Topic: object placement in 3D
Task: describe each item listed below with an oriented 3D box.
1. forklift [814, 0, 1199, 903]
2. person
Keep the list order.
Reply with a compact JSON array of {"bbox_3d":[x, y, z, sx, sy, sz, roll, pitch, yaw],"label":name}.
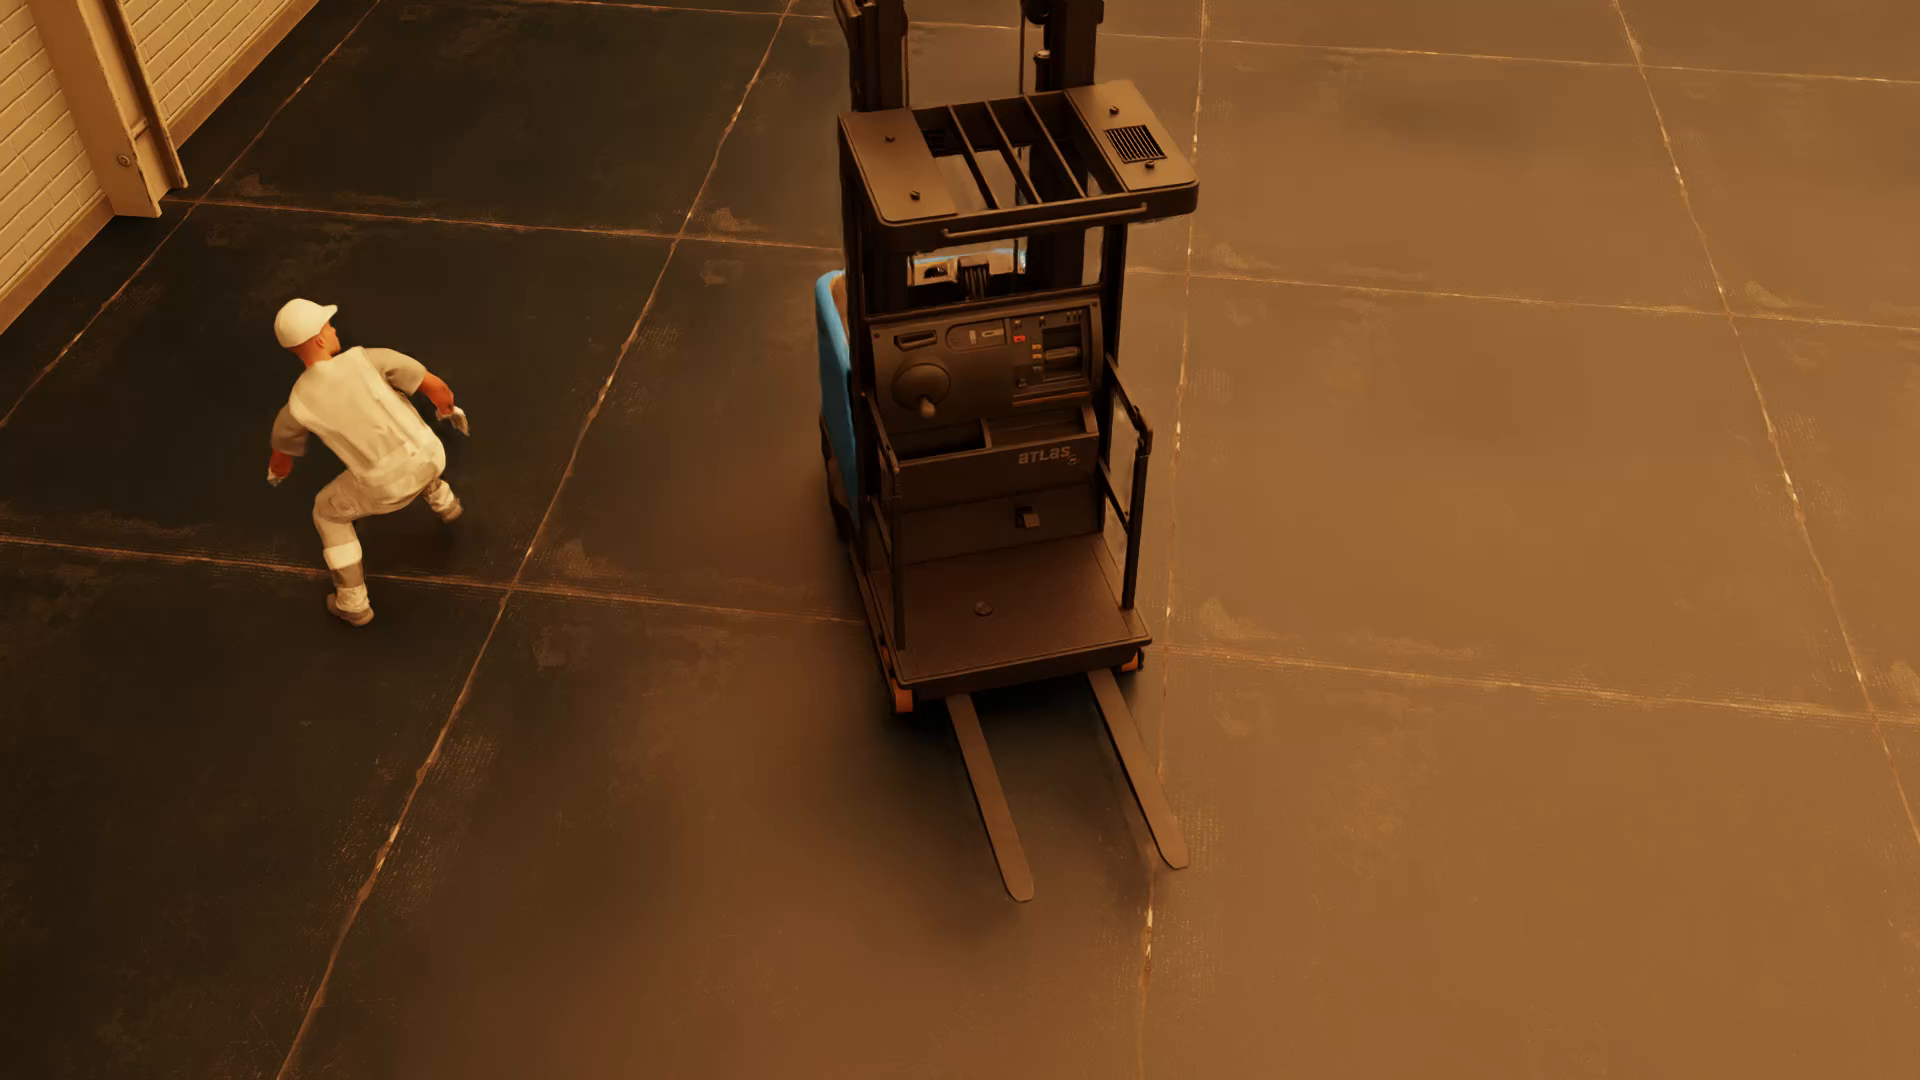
[{"bbox_3d":[0.166,-0.631,6.411,1.130,2.935,3.031,-10,43,-10],"label":"forklift"},{"bbox_3d":[-2.570,-0.404,7.244,0.811,1.536,0.680,-30,50,-29],"label":"person"}]
